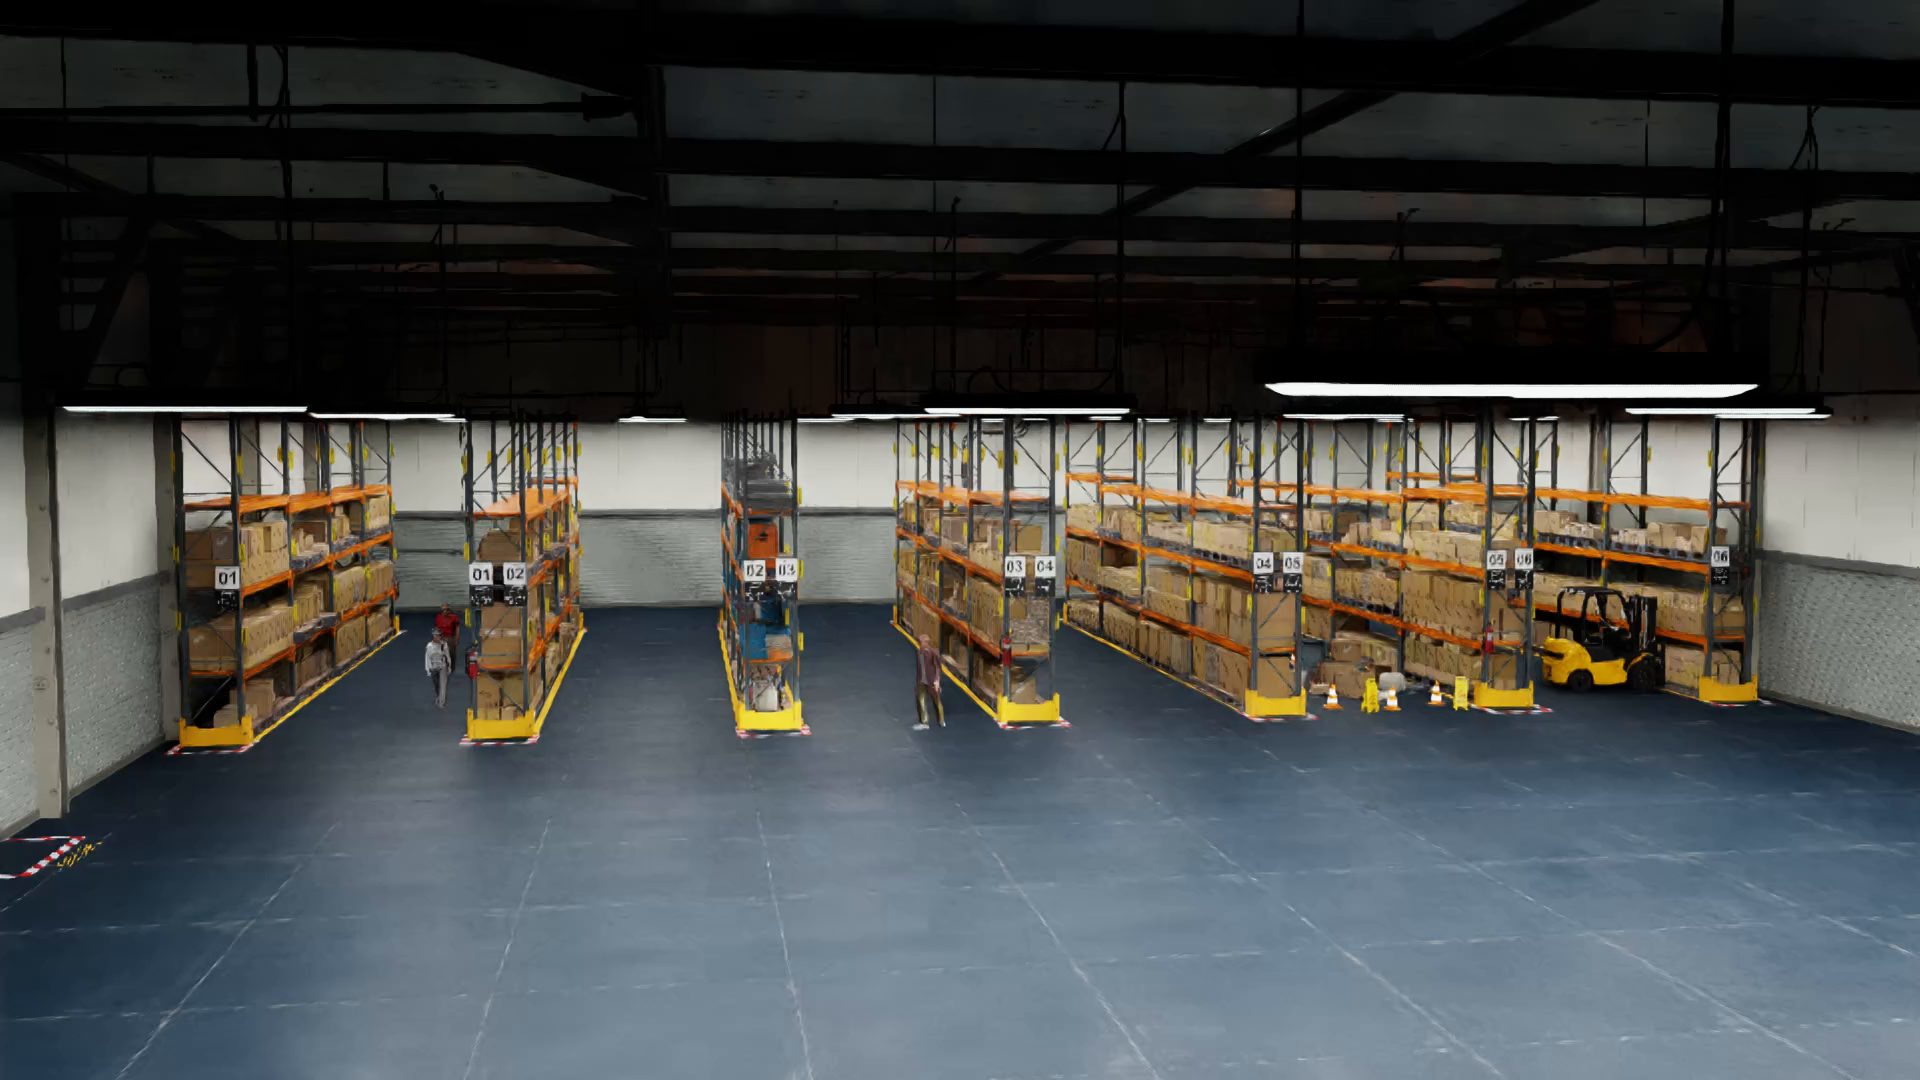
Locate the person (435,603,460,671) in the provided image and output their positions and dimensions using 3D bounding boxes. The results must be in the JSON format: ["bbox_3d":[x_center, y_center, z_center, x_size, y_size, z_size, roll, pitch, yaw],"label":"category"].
[{"bbox_3d":[-11.674,2.242,37.865,0.540,1.646,1.120,-1,4,-12],"label":"person"}]

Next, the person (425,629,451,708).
[{"bbox_3d":[-10.554,2.568,33.588,0.495,1.587,1.086,0,4,-7],"label":"person"}]

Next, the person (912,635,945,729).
[{"bbox_3d":[-0.580,2.658,31.336,0.607,1.769,0.655,3,5,36],"label":"person"}]
